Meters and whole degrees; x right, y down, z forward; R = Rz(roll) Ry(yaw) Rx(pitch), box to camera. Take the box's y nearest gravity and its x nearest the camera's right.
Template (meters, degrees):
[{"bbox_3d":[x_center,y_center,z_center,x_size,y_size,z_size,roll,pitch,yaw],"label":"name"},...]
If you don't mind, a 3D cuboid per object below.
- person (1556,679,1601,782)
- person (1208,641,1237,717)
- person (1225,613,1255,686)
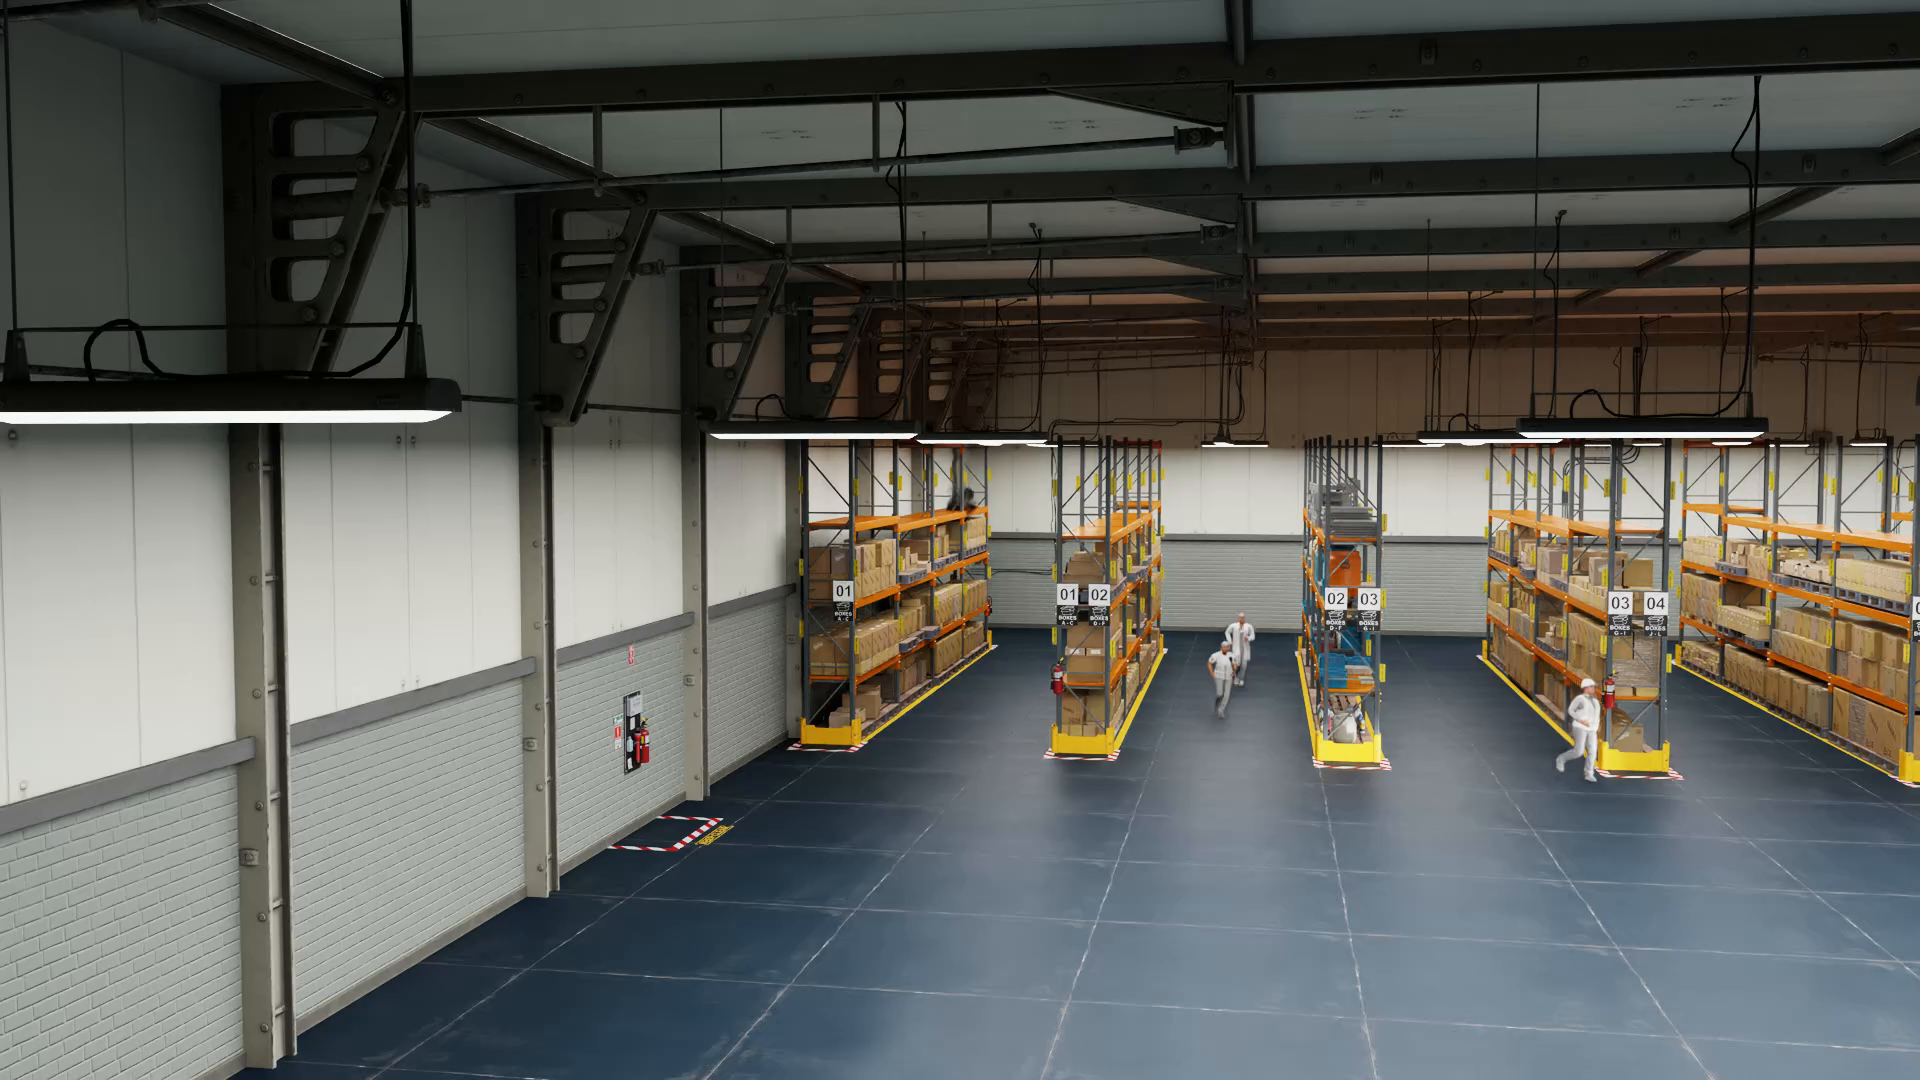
[{"bbox_3d":[10.926,3.284,28.978,0.714,1.729,0.894,-1,3,-24],"label":"person"},{"bbox_3d":[5.664,2.987,35.697,0.612,1.626,0.522,0,3,-5],"label":"person"},{"bbox_3d":[6.803,2.661,40.291,0.684,1.768,0.738,0,3,2],"label":"person"}]
